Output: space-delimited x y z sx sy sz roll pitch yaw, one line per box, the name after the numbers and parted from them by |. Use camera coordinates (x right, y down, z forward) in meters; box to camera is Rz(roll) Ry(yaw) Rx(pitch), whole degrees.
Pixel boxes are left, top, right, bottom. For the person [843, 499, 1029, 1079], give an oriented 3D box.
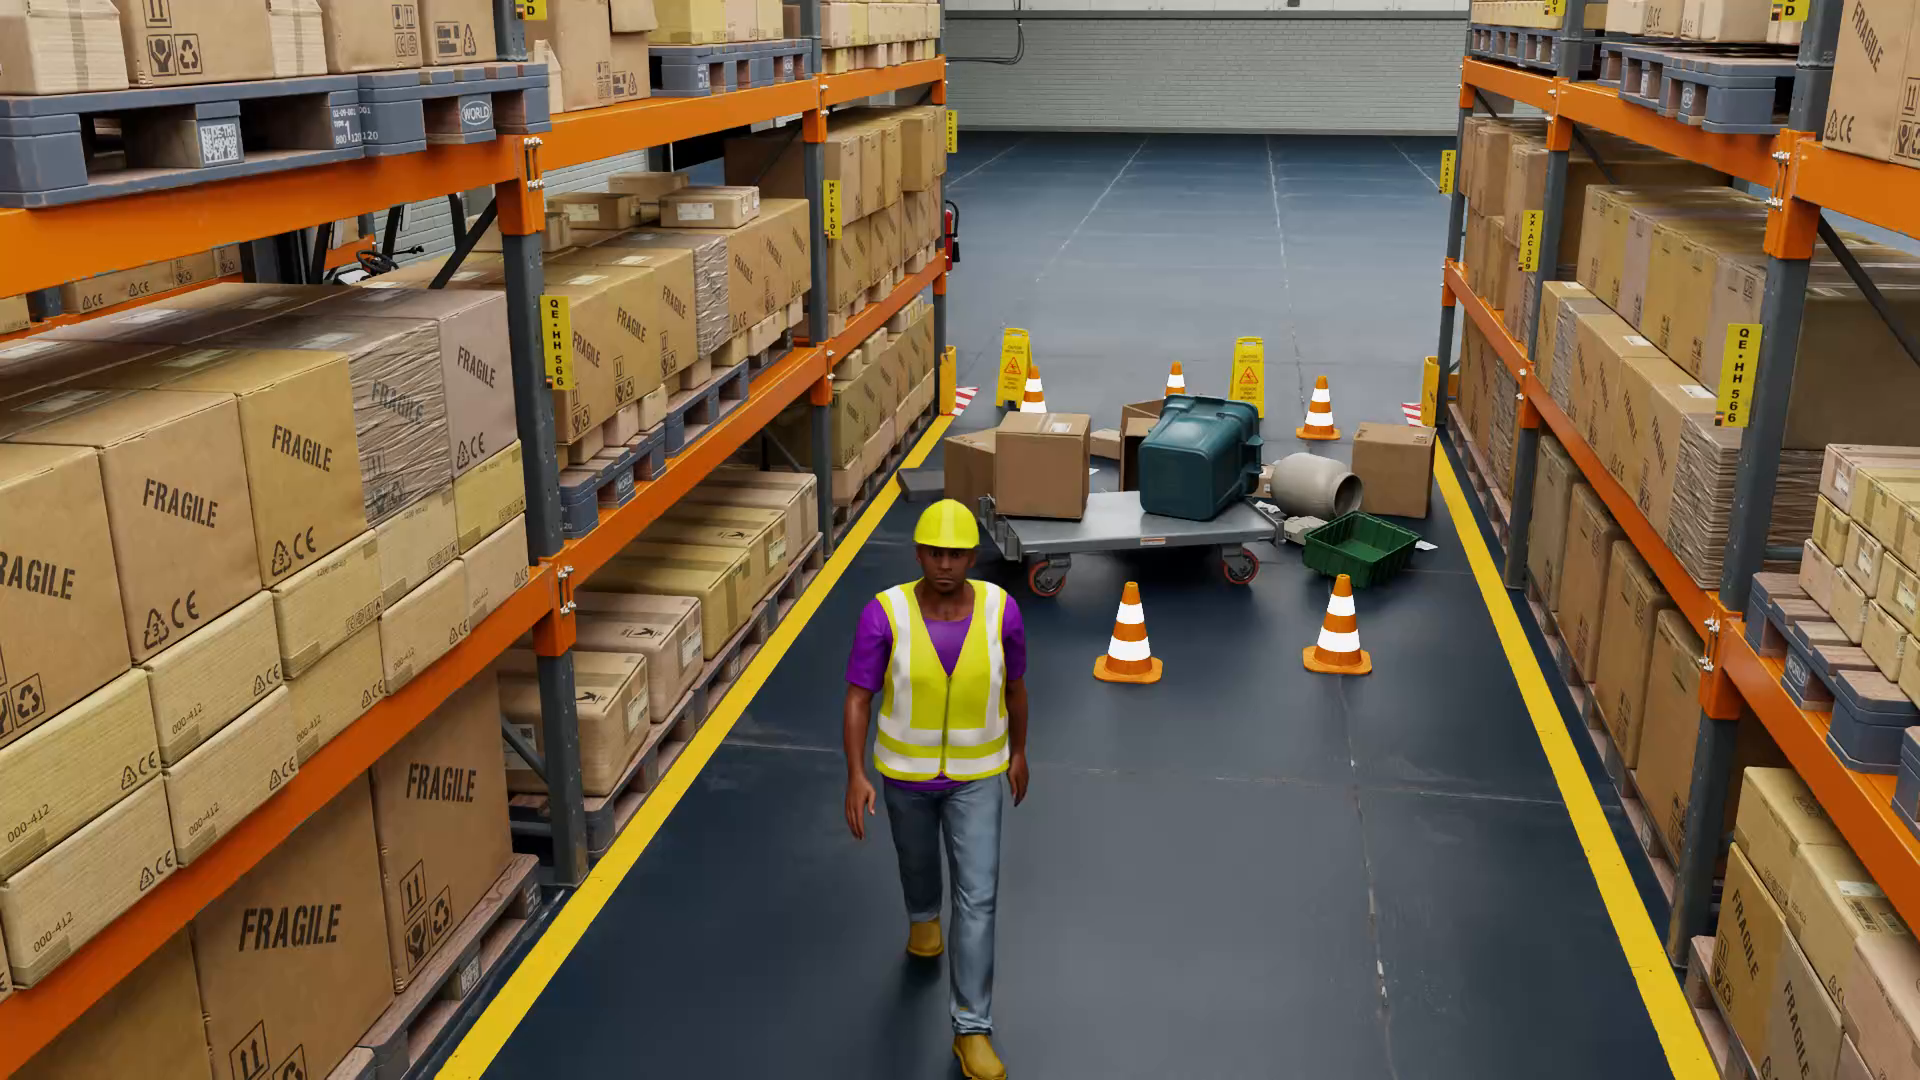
-0.064 0.729 5.236 0.604 1.719 1.031 -1 18 -2 | person
